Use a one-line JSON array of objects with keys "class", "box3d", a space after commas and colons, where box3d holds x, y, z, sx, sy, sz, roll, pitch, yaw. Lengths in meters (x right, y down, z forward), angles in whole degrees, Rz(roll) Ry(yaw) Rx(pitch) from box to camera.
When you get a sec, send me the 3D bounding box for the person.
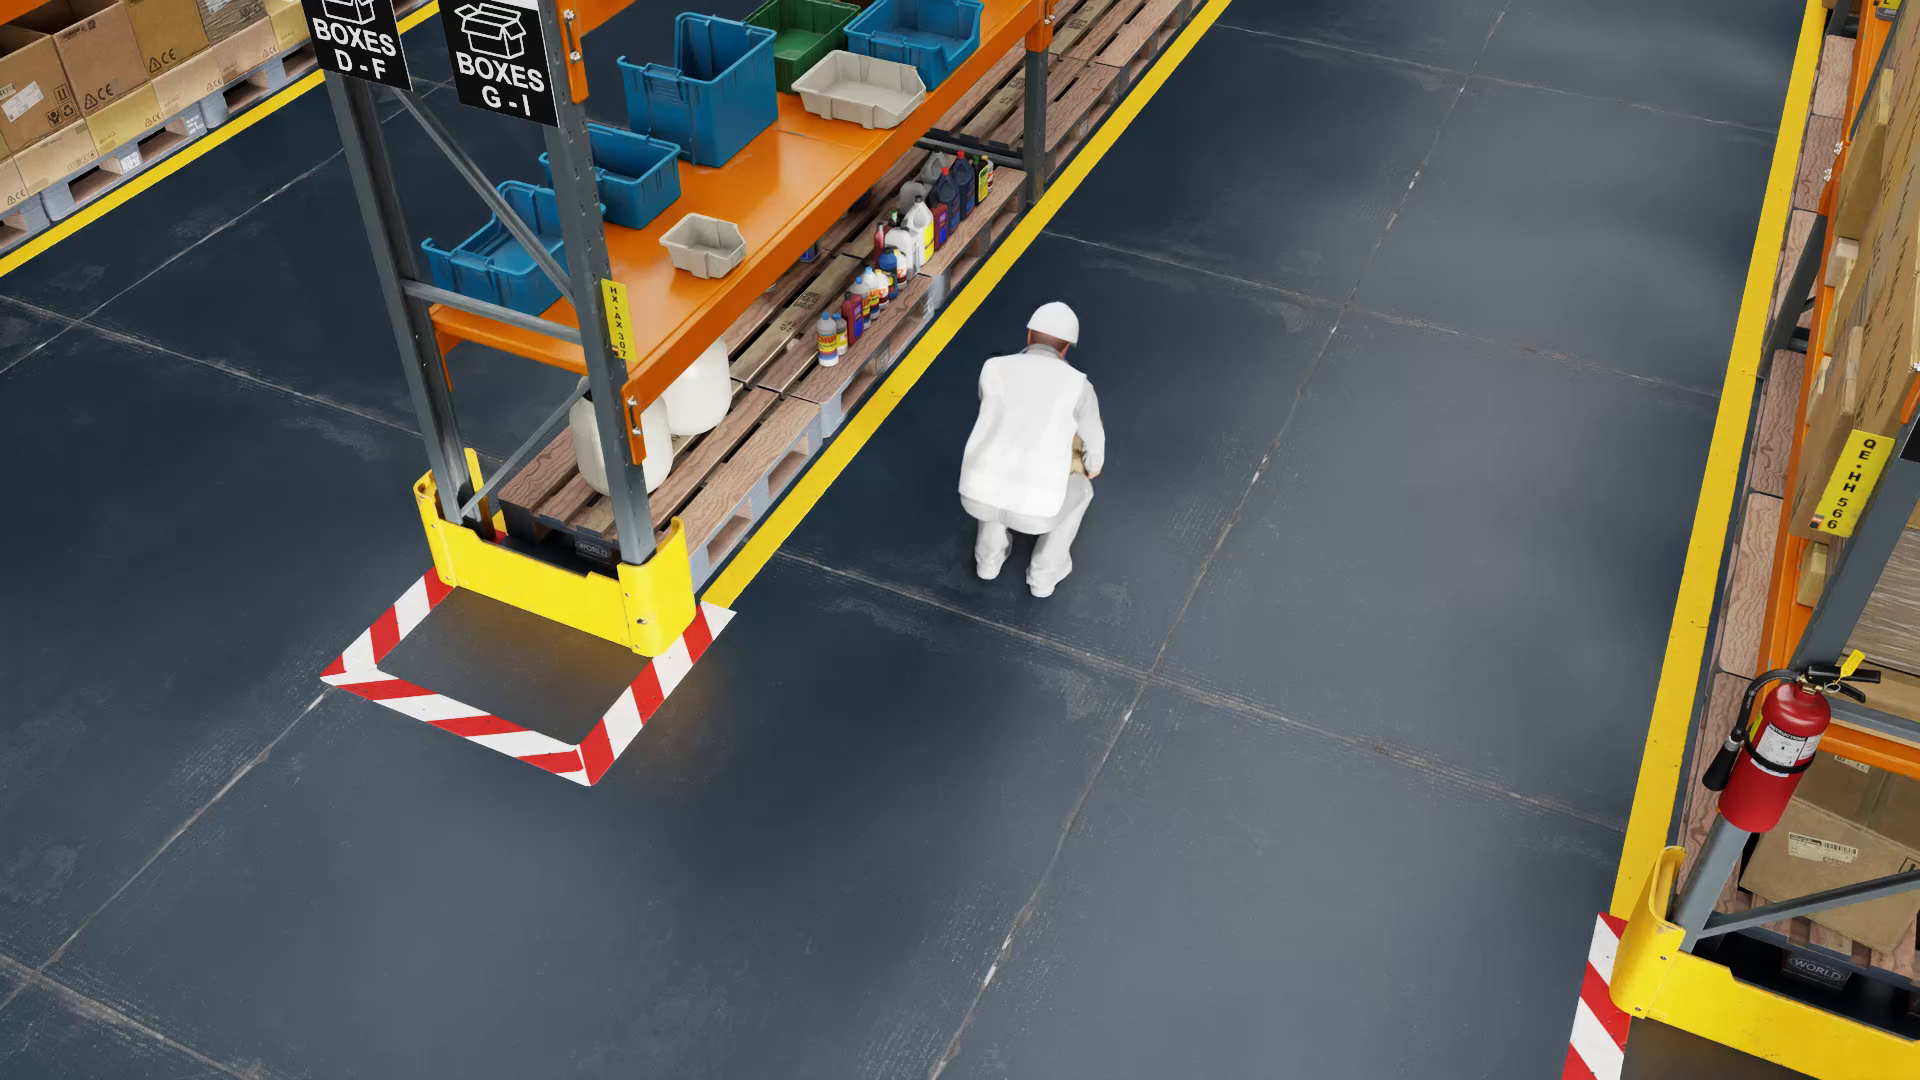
[{"class": "person", "box3d": [0.284, -0.363, 7.052, 0.556, 1.105, 0.869, 17, 45, 18]}]
